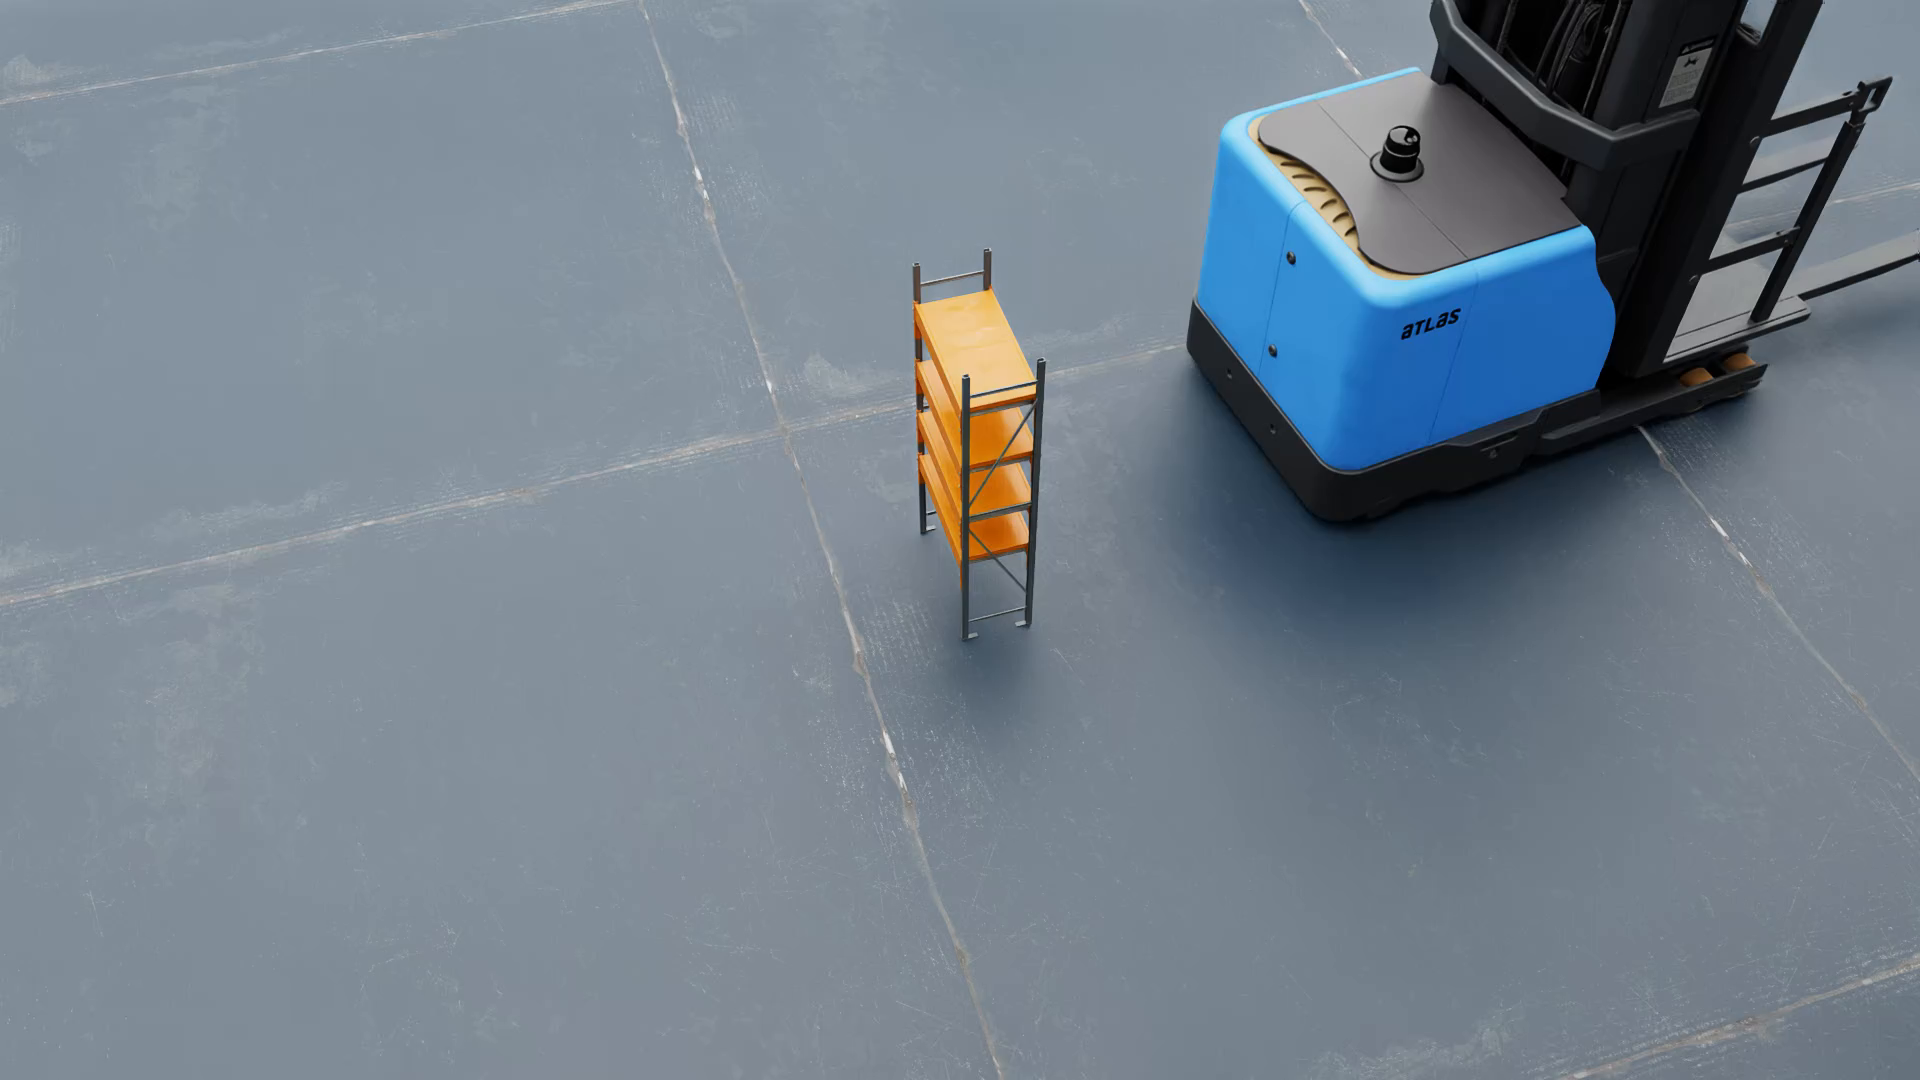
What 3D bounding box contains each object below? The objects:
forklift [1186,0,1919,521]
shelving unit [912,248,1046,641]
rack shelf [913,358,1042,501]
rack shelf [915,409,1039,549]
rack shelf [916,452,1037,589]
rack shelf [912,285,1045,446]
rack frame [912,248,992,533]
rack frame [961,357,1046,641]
[{"bbox_3d":[2.417,-1.769,5.325,3.031,2.935,1.130,-19,52,-15],"label":"forklift"},{"bbox_3d":[0.049,-0.266,5.189,0.258,1.200,0.503,-13,51,-11],"label":"shelving unit"},{"bbox_3d":[0.049,-0.367,5.070,0.258,0.148,0.480,-13,51,-11],"label":"rack shelf"},{"bbox_3d":[0.049,-0.222,5.241,0.258,0.148,0.480,-13,51,-11],"label":"rack shelf"},{"bbox_3d":[0.049,-0.094,5.393,0.258,0.148,0.480,-13,51,-11],"label":"rack shelf"},{"bbox_3d":[0.049,-0.519,4.889,0.258,0.148,0.480,-13,51,-11],"label":"rack shelf"},{"bbox_3d":[-0.023,-0.444,5.340,0.240,1.200,0.015,-13,51,-11],"label":"rack frame"},{"bbox_3d":[0.121,-0.088,5.039,0.240,1.200,0.015,-13,51,-11],"label":"rack frame"}]
